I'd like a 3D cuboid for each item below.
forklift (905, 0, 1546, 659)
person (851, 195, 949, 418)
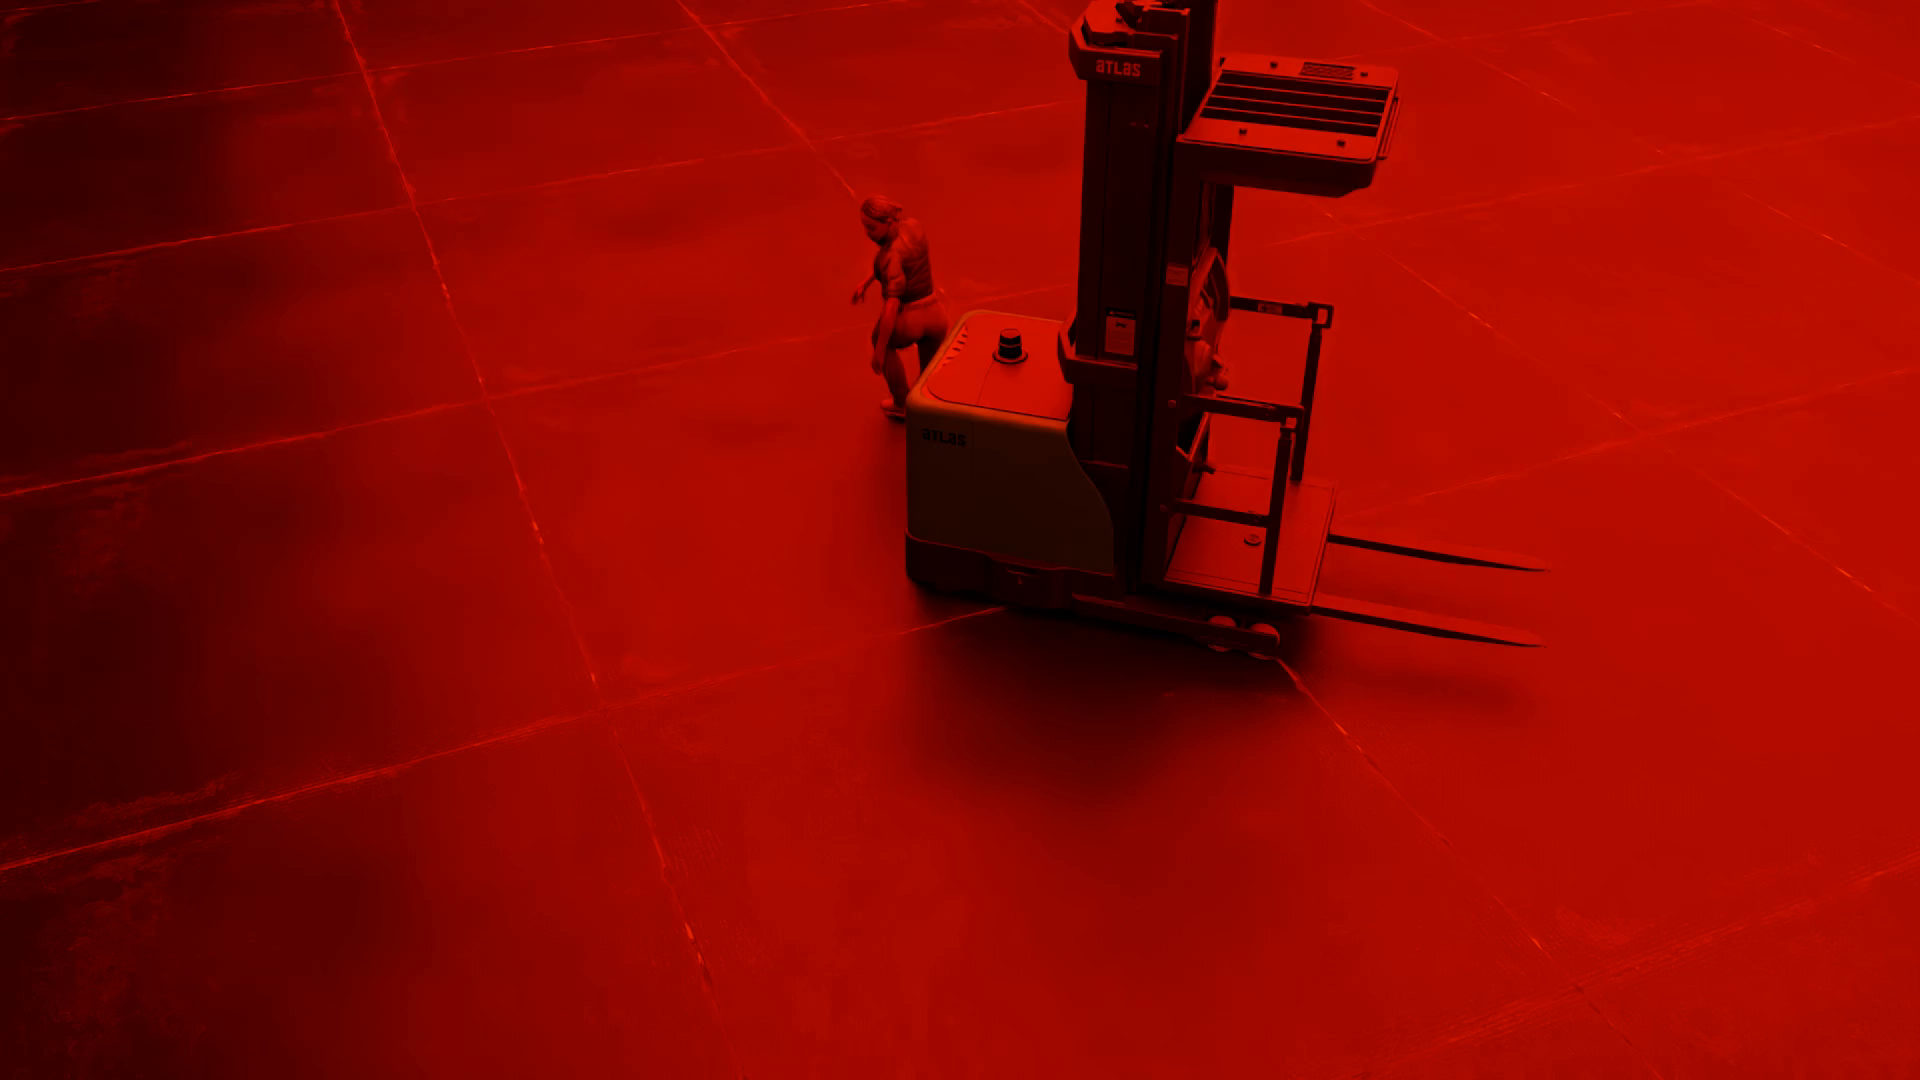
[{"bbox_3d":[1.303,-0.981,7.478,3.031,2.935,1.130,10,37,14],"label":"forklift"},{"bbox_3d":[-0.328,-1.212,9.146,0.582,1.434,0.848,-21,40,-26],"label":"person"}]
